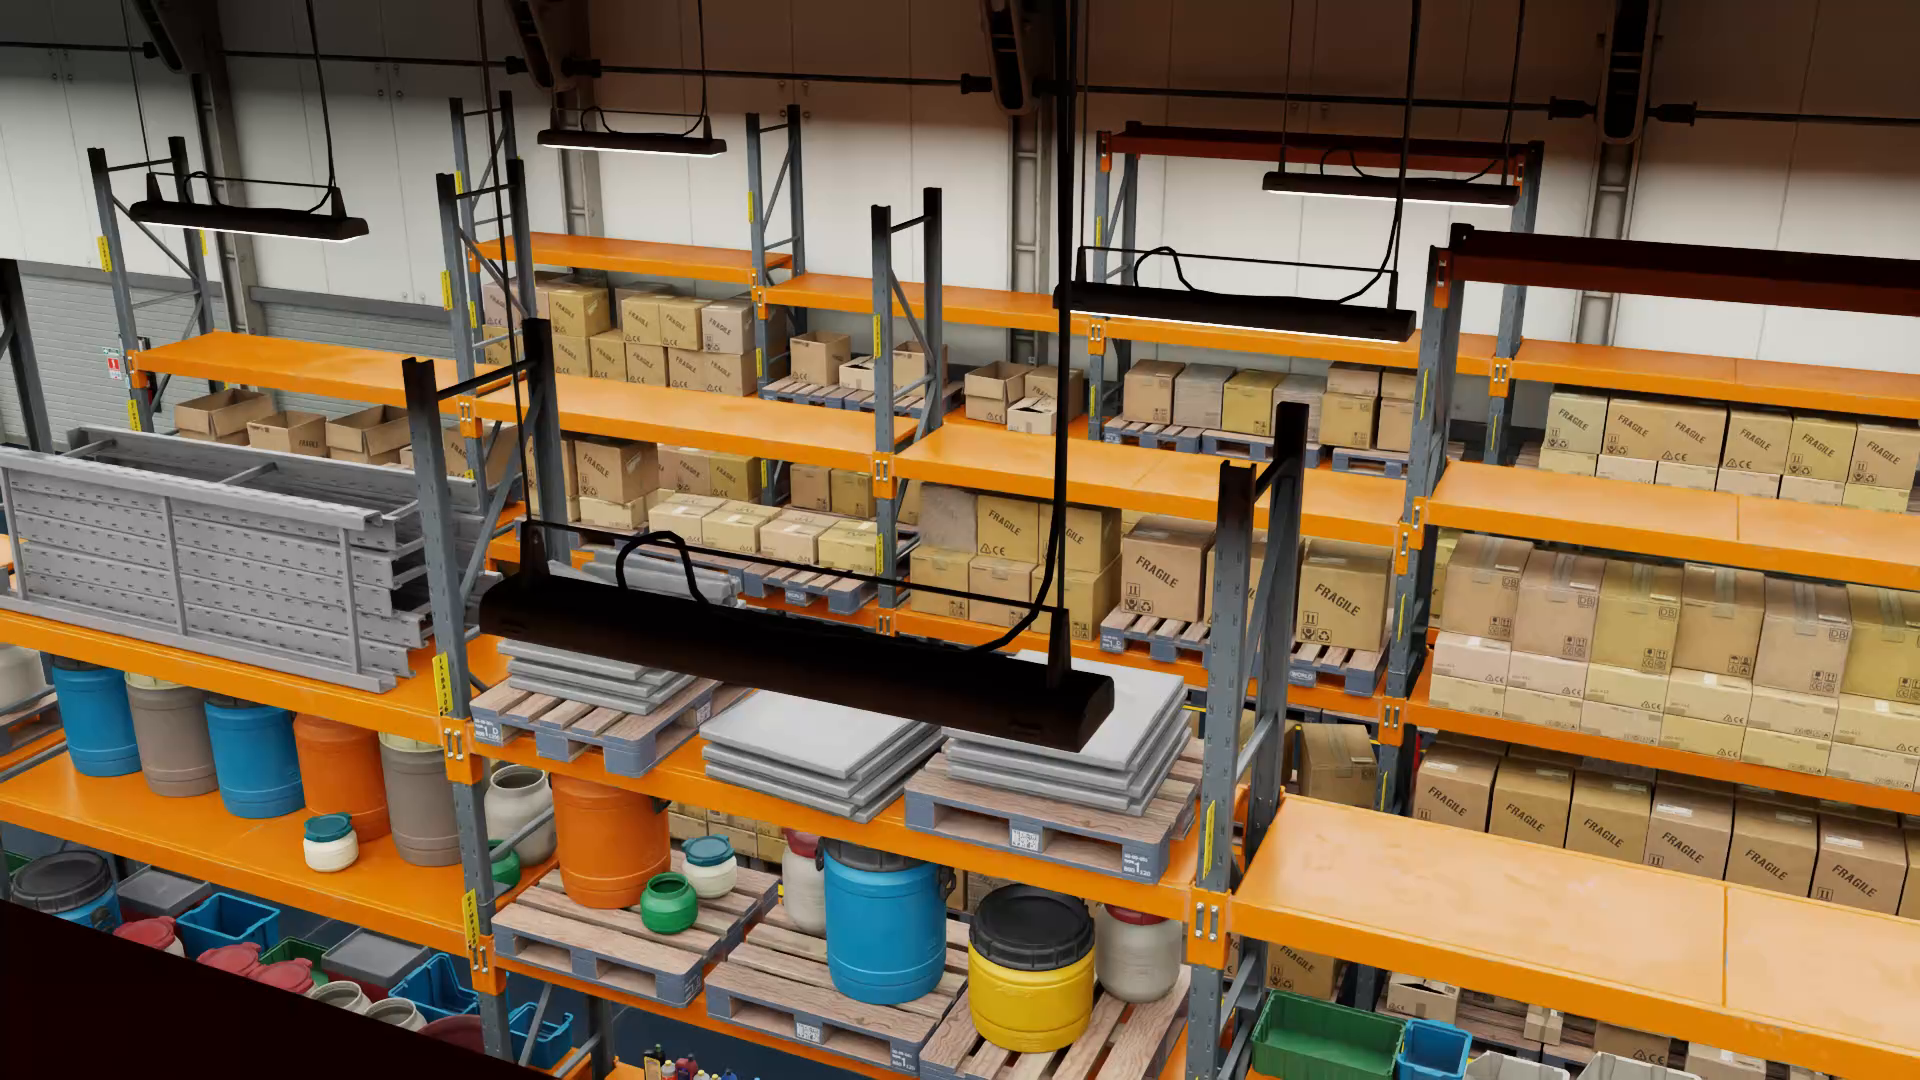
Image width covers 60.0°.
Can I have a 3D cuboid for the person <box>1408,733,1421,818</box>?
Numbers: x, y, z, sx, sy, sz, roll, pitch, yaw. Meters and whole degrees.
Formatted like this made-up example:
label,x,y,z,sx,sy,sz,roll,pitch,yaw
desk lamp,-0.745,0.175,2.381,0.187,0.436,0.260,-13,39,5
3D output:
label,x,y,z,sx,sy,sz,roll,pitch,yaw
person,3.873,2.246,14.391,0.742,1.641,0.662,15,25,34
